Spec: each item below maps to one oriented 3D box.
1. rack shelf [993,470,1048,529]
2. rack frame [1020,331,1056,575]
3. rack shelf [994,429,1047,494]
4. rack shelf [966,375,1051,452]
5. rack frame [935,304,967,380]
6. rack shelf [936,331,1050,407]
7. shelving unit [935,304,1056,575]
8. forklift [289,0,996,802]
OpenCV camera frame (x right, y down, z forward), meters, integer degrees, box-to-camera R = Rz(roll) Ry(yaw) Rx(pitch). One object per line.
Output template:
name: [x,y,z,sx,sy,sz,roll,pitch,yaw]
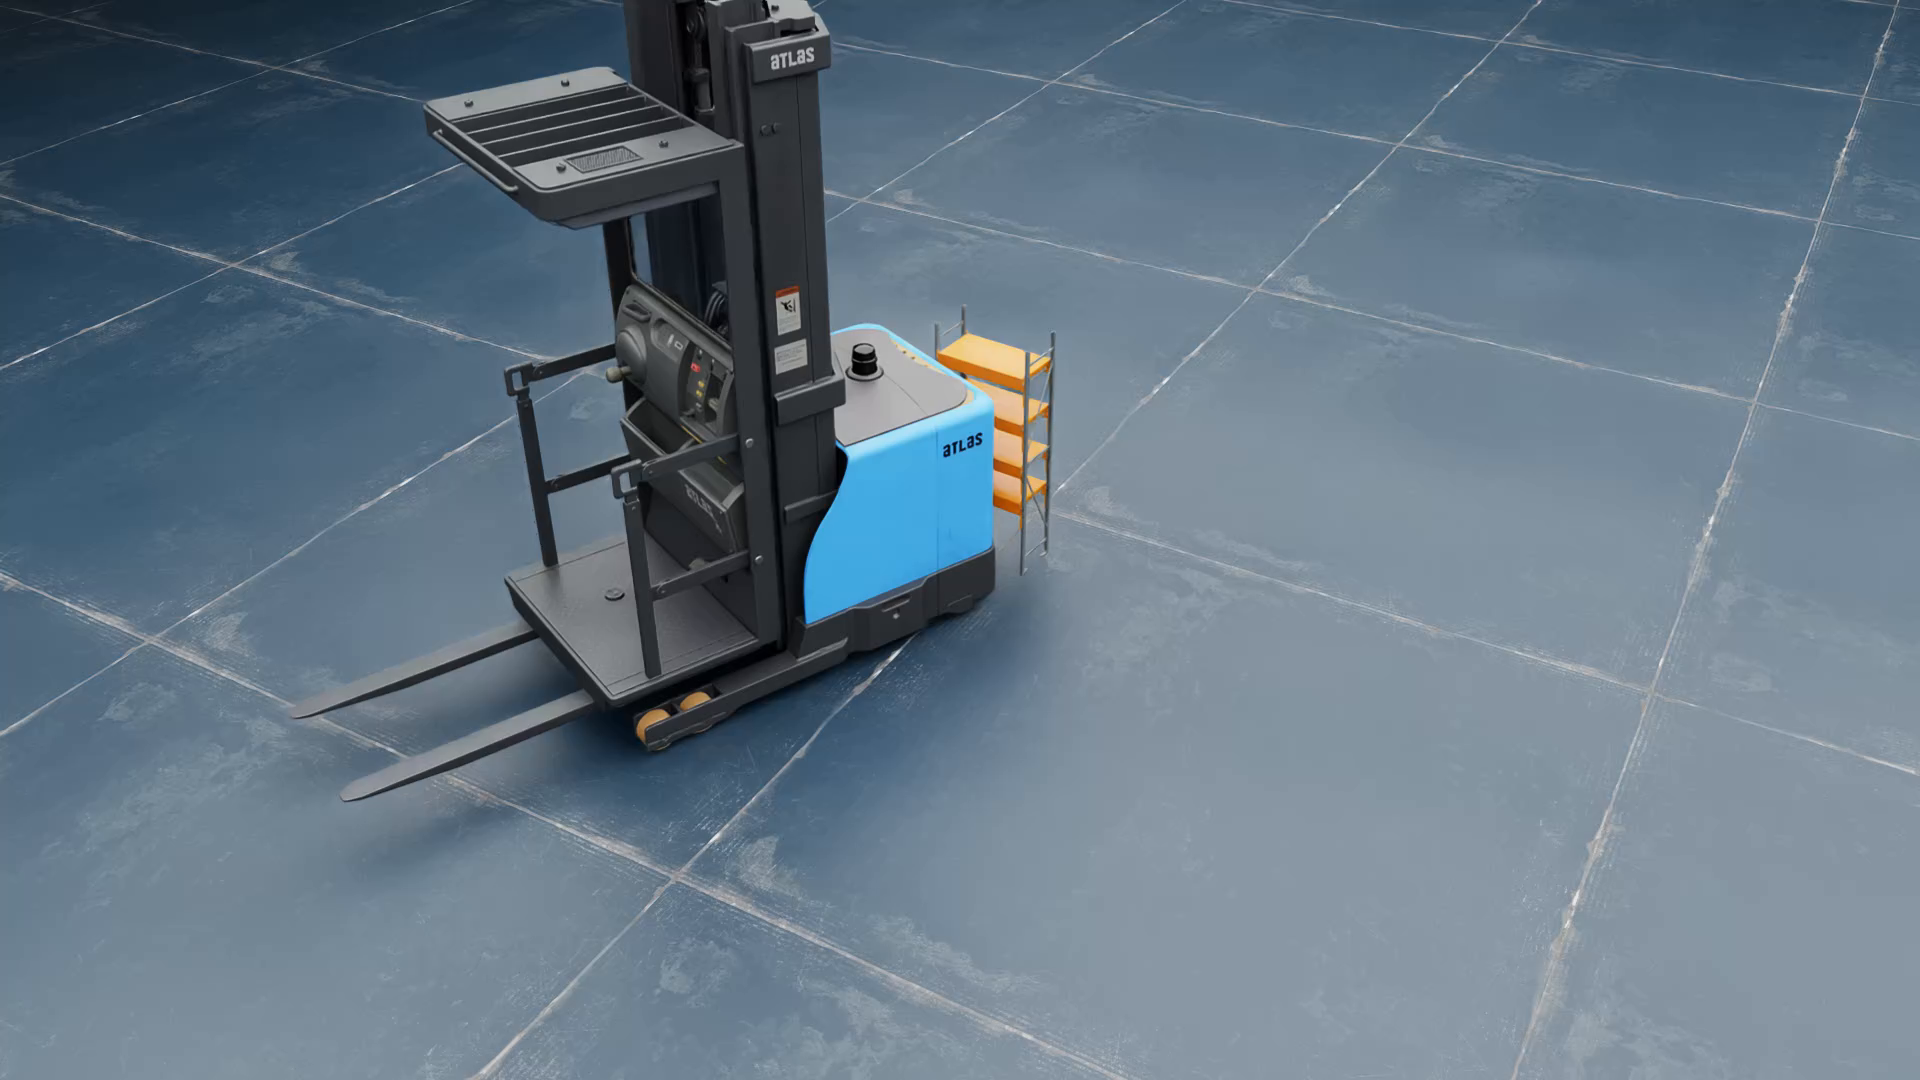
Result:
rack shelf: [0.159,-0.242,8.011,0.480,0.148,0.258,21,39,28]
rack frame: [0.361,-0.387,7.749,0.015,1.200,0.240,21,39,28]
rack shelf: [0.159,-0.407,7.901,0.480,0.148,0.258,21,39,28]
rack shelf: [0.159,-0.593,7.777,0.480,0.148,0.258,21,39,28]
rack frame: [-0.042,-0.539,7.978,0.015,1.200,0.240,21,39,28]
rack shelf: [0.159,-0.790,7.645,0.480,0.148,0.258,21,39,28]
shelving unit: [0.159,-0.463,7.863,0.503,1.200,0.258,21,39,28]
forklift: [-1.326,-0.678,6.624,3.031,2.935,1.130,-22,39,-29]
